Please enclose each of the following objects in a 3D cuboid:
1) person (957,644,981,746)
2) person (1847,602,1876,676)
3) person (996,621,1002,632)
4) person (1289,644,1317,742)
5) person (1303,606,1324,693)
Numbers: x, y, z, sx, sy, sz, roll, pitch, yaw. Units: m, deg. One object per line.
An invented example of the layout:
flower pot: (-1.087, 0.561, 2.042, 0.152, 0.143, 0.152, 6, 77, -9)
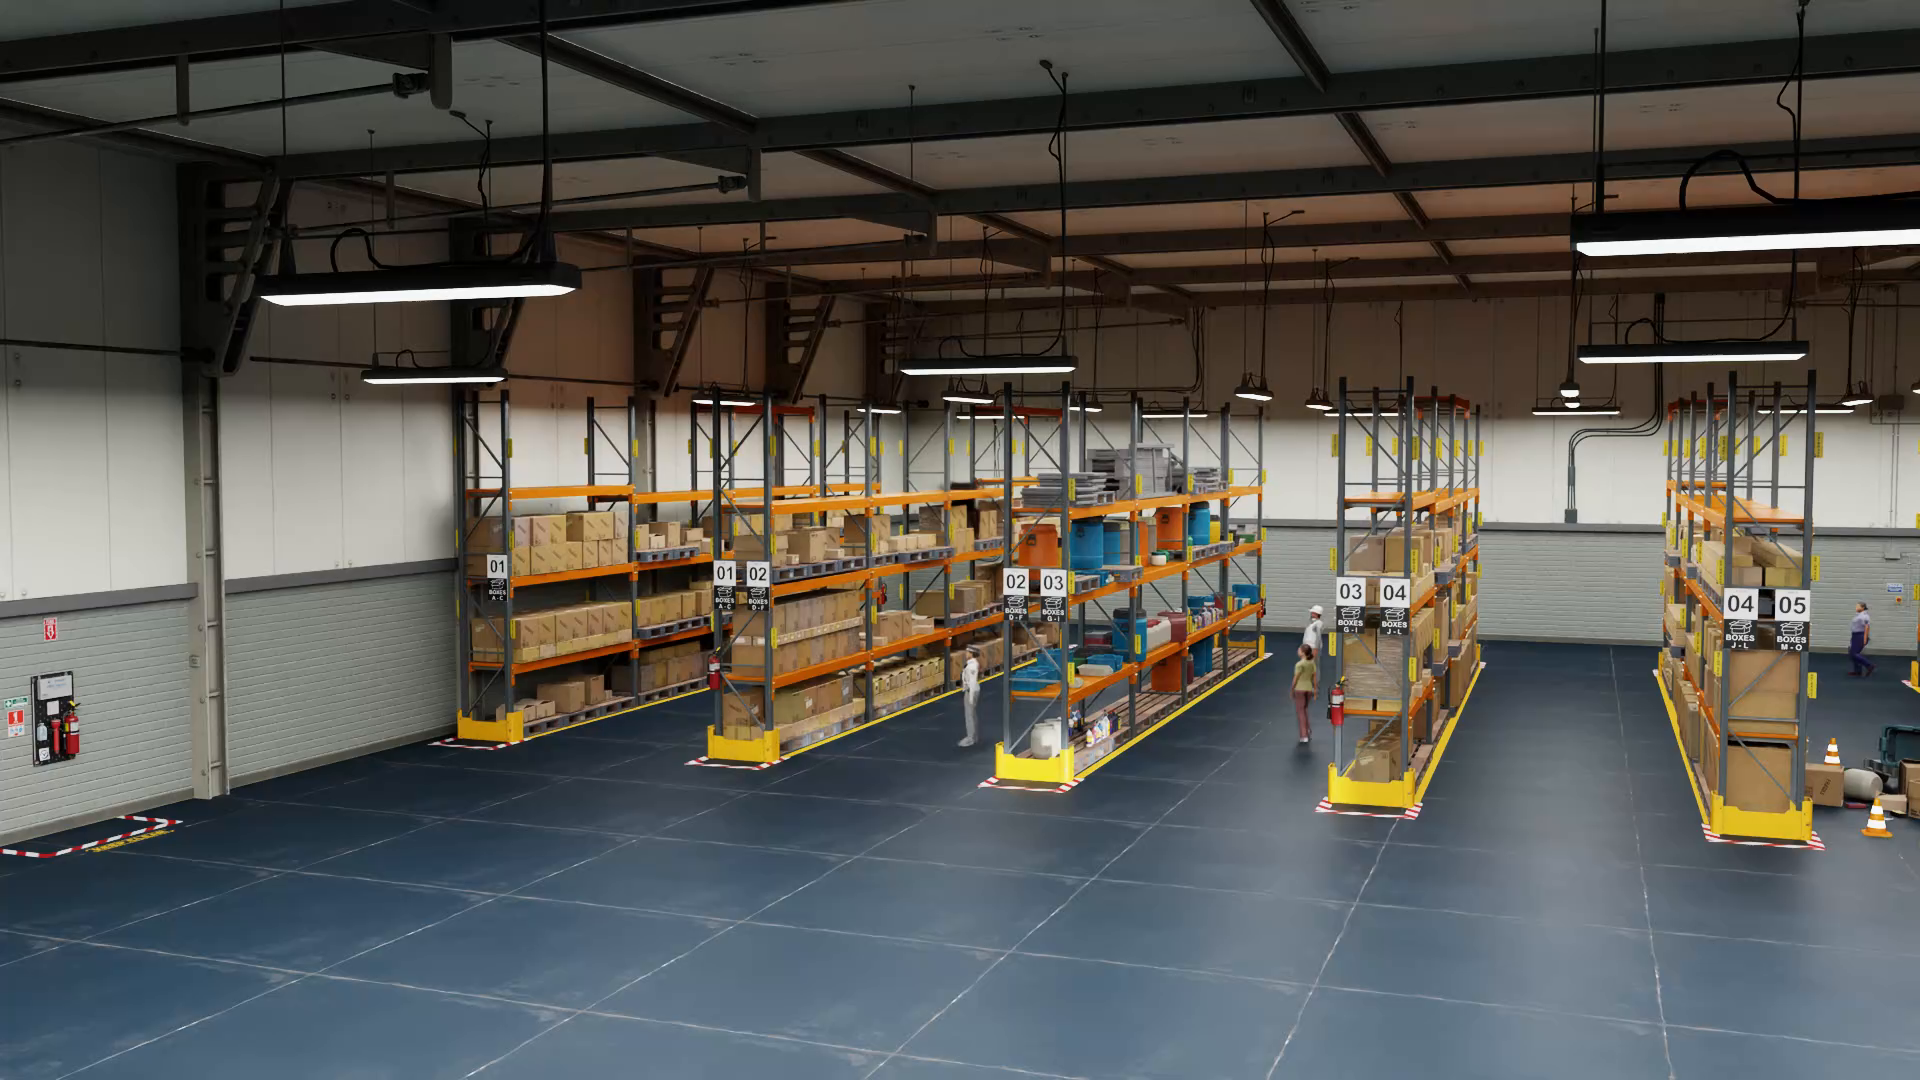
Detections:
person: (0.163, 2.612, 28.162, 0.376, 1.701, 0.511, 0, 3, 6)
person: (19.757, 2.169, 36.439, 0.519, 1.619, 0.531, 1, 3, 20)
person: (1.109, 1.817, 42.898, 0.468, 1.596, 0.975, 1, 3, 13)
person: (5.832, 2.612, 28.325, 0.493, 1.708, 0.471, -2, 3, -26)
person: (7.264, 2.236, 34.295, 0.475, 1.769, 0.559, -1, 3, -23)
